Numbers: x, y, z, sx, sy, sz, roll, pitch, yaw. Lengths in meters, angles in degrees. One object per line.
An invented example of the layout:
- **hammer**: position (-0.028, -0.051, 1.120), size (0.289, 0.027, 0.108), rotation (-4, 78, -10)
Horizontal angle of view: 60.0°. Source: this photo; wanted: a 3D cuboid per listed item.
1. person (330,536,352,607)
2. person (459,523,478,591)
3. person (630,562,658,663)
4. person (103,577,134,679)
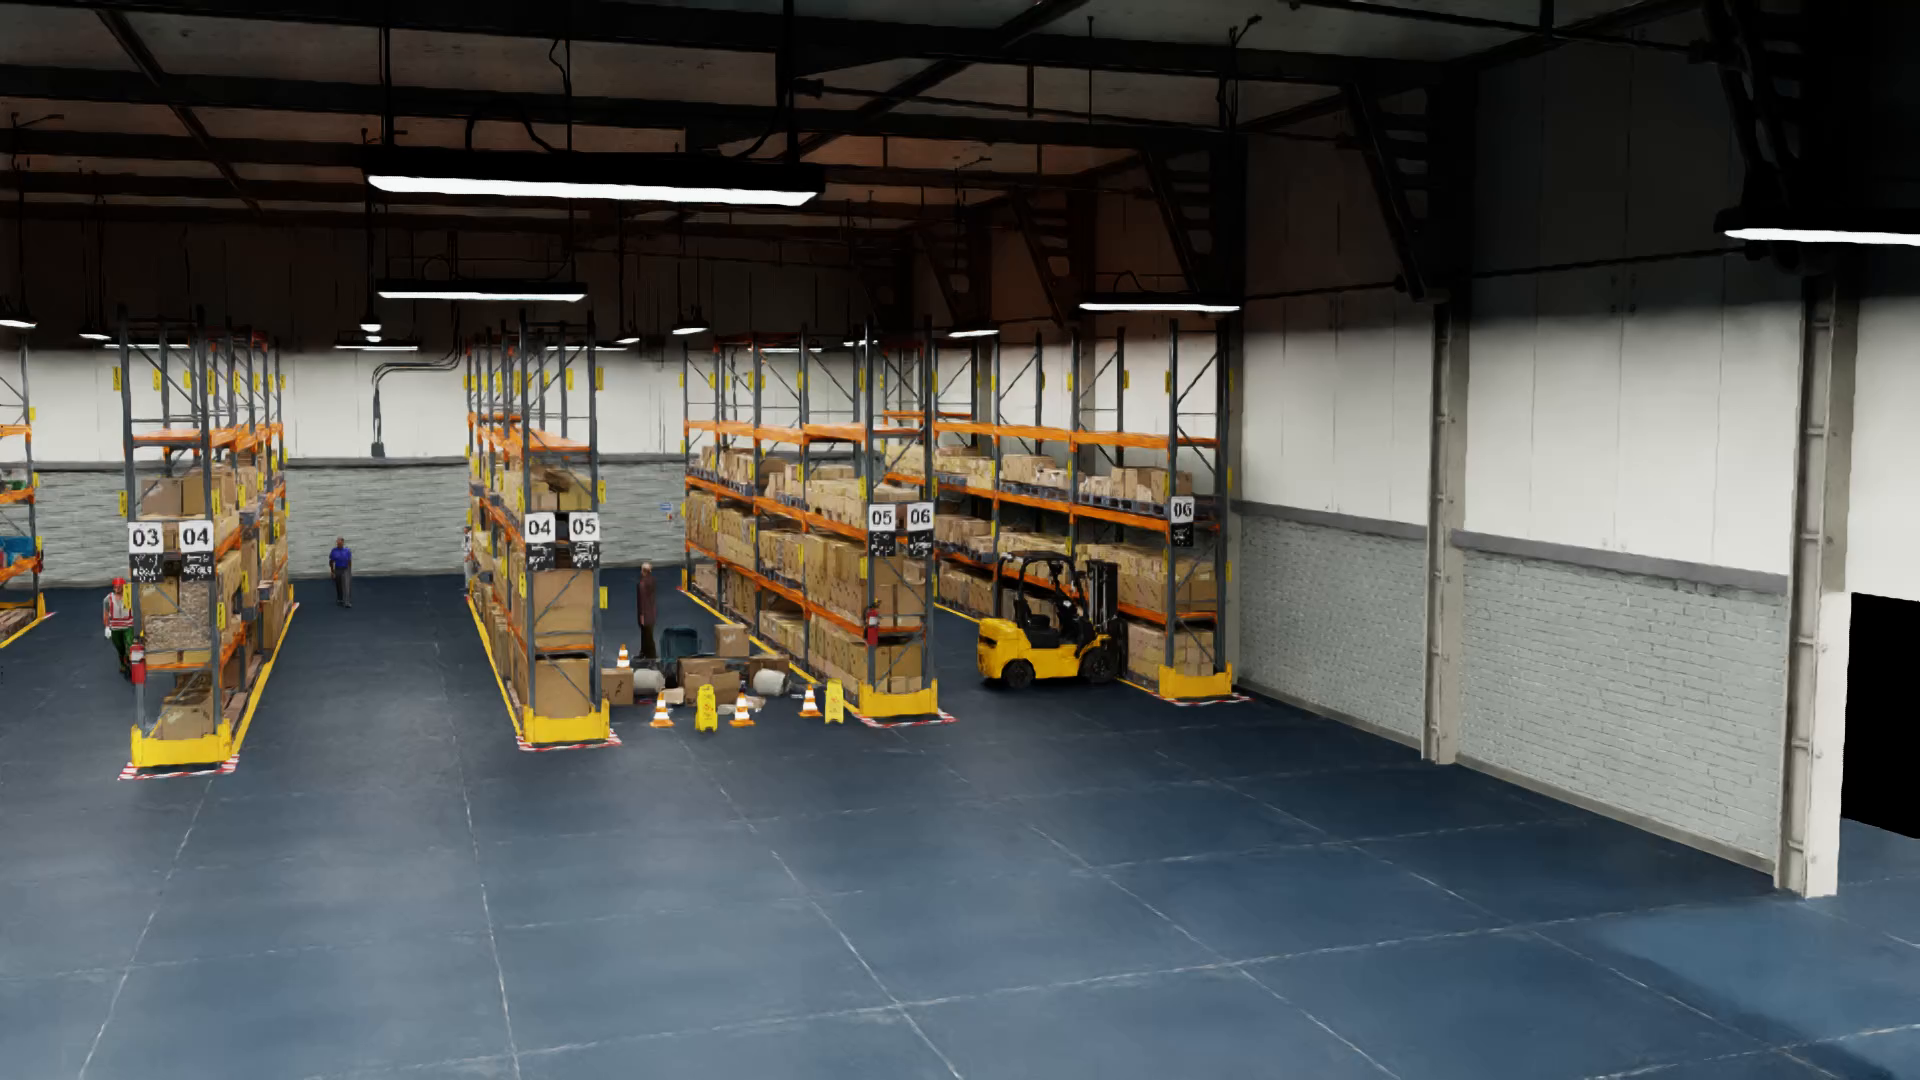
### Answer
- **person**: position (-13.782, 0.692, 37.019), size (0.447, 1.574, 1.088), rotation (-2, 6, -17)
- **person**: position (-11.686, 0.396, 39.944), size (0.516, 1.650, 0.687), rotation (5, 8, 44)
- **person**: position (-5.647, 1.287, 29.674), size (0.550, 1.781, 0.631), rotation (1, 6, 10)
- **person**: position (-14.210, 1.467, 28.180), size (0.553, 1.706, 1.123), rotation (-2, 6, -17)
